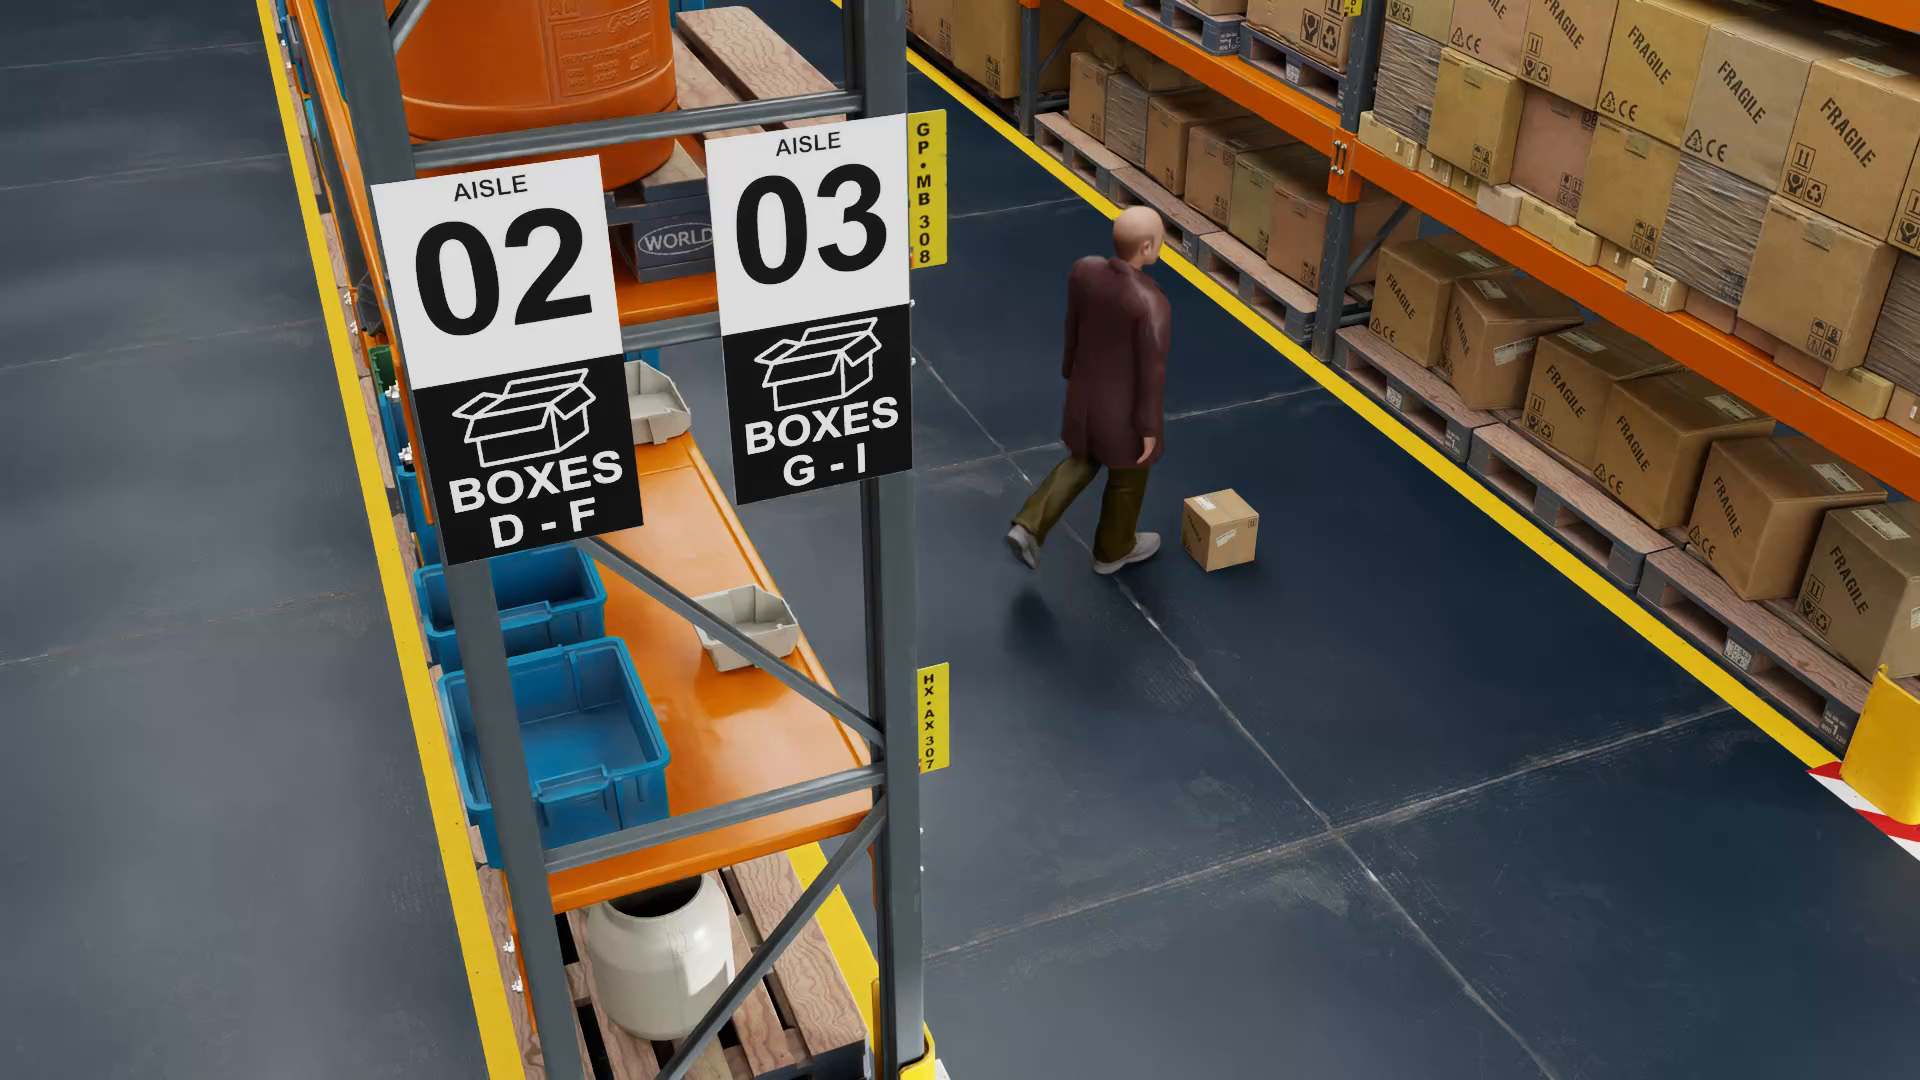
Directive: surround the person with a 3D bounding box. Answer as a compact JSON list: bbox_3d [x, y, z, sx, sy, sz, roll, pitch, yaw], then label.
[{"bbox_3d":[0.608,-0.559,6.997,0.829,1.771,0.625,-26,41,-34],"label":"person"}]
